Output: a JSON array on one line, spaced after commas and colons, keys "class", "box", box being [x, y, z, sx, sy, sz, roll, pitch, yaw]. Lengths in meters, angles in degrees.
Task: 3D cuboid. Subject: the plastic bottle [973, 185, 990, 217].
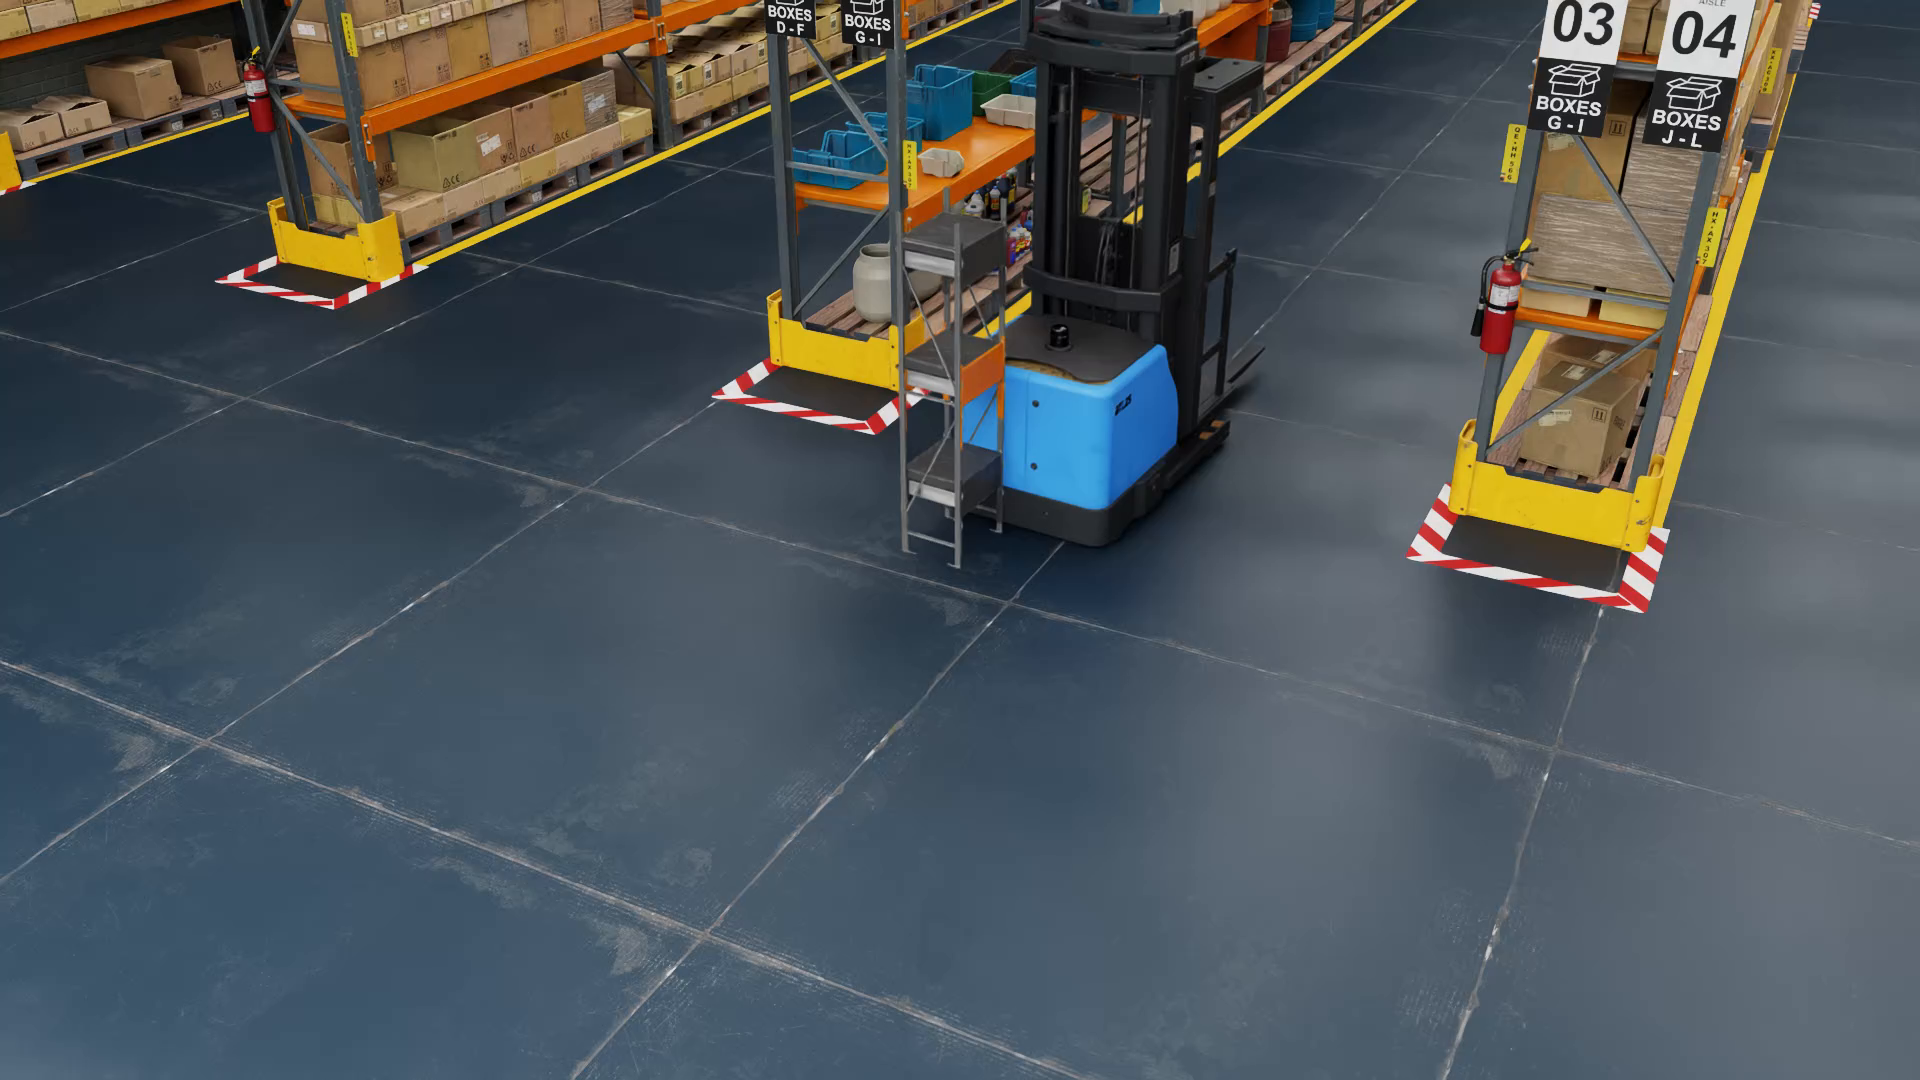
[{"class": "plastic bottle", "box": [0.177, -2.981, 14.438, 0.144, 0.351, 0.185, 13, 32, 21]}]

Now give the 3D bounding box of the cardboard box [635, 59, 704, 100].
[{"class": "cardboard box", "box": [-2.998, -4.772, 17.114, 0.500, 0.311, 0.500, 14, 33, 23]}]

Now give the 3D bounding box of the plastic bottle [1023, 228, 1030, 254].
[{"class": "plastic bottle", "box": [0.528, -2.464, 13.688, 0.097, 0.201, 0.097, 0, 30, 0]}]

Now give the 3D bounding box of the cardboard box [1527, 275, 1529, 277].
[{"class": "cardboard box", "box": [3.716, -1.687, 10.219, 0.380, 0.149, 0.250, 14, 33, 23]}]

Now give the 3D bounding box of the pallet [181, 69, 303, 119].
[{"class": "pallet", "box": [-8.094, -5.019, 18.569, 1.003, 0.211, 1.213, 14, 33, 23]}]

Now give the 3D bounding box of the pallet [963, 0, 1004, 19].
[{"class": "pallet", "box": [-0.100, -7.380, 22.680, 1.003, 0.211, 1.213, 14, 33, 23]}]

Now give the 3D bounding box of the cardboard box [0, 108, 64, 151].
[{"class": "cardboard box", "box": [-9.246, -4.072, 16.378, 0.500, 0.311, 0.500, 11, 32, 18]}]

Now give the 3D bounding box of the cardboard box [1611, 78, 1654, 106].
[{"class": "cardboard box", "box": [3.840, -2.519, 10.011, 0.500, 0.500, 0.500, 14, 33, 23]}]

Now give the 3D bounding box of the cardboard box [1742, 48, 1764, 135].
[{"class": "cardboard box", "box": [4.763, -2.843, 10.576, 0.500, 0.500, 0.500, 14, 33, 23]}]

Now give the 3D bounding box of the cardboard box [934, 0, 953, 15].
[{"class": "cardboard box", "box": [-0.424, -7.116, 21.489, 0.500, 0.500, 0.500, 13, 32, 22]}]

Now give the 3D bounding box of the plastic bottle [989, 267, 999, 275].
[{"class": "plastic bottle", "box": [0.281, -2.254, 13.252, 0.097, 0.271, 0.097, 0, 30, 0]}]

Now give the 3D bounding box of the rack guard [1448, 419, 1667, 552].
[{"class": "rack guard", "box": [3.622, -0.340, 10.130, 1.175, 0.500, 0.348, 14, 33, 23]}]

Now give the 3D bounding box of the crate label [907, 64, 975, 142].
[{"class": "crate label", "box": [-0.224, -3.406, 12.924, 0.502, 0.435, 0.616, 14, 33, 23]}]

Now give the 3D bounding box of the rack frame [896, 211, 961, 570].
[{"class": "rack frame", "box": [-0.169, -0.791, 9.310, 0.400, 2.100, 0.015, 17, 34, 27]}]

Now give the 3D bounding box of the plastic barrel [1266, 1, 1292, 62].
[{"class": "plastic barrel", "box": [3.544, -5.918, 19.333, 0.600, 0.588, 0.708, 14, 33, 23]}]

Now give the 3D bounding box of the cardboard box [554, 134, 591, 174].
[{"class": "cardboard box", "box": [-3.876, -3.702, 15.815, 0.500, 0.250, 0.500, 14, 33, 23]}]

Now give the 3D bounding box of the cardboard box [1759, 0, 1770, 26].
[{"class": "cardboard box", "box": [4.495, -3.229, 9.790, 0.500, 0.250, 0.500, 14, 33, 23]}]

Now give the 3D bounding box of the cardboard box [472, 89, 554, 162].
[{"class": "cardboard box", "box": [-4.102, -3.805, 15.242, 0.500, 0.500, 0.500, 14, 33, 23]}]

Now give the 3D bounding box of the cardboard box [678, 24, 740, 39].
[{"class": "cardboard box", "box": [-2.785, -5.564, 18.494, 0.500, 0.311, 0.500, 14, 33, 23]}]

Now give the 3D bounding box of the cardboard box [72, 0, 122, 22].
[{"class": "cardboard box", "box": [-8.675, -5.307, 16.400, 0.500, 0.250, 0.500, 14, 33, 23]}]

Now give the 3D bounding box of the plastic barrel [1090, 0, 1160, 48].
[{"class": "plastic barrel", "box": [1.446, -4.607, 14.547, 0.600, 0.901, 0.708, 14, 33, 23]}]

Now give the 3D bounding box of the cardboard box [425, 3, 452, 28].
[{"class": "cardboard box", "box": [-4.510, -4.428, 13.987, 0.380, 0.149, 0.250, 14, 33, 23]}]

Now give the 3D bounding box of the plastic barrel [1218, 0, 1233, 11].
[{"class": "plastic barrel", "box": [2.544, -5.604, 16.675, 0.421, 0.512, 0.421, 0, 30, 0]}]

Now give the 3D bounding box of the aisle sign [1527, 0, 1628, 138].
[{"class": "aisle sign", "box": [3.292, -2.558, 8.872, 0.394, 0.787, 0.004, 14, 33, 23]}]

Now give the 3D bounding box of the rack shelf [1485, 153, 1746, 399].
[{"class": "rack shelf", "box": [4.498, -1.965, 11.172, 1.077, 0.370, 4.000, 14, 33, 23]}]

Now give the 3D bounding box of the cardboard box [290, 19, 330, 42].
[{"class": "cardboard box", "box": [-5.225, -4.176, 13.549, 0.380, 0.149, 0.250, 14, 33, 22]}]

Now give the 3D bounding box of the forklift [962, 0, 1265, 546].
[{"class": "forklift", "box": [1.154, -1.932, 10.462, 1.130, 2.935, 3.031, 16, 34, 26]}]

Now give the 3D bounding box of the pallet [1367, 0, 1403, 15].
[{"class": "pallet", "box": [5.500, -7.502, 22.892, 1.003, 0.211, 1.213, 14, 33, 23]}]

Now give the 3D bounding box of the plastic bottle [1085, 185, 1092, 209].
[{"class": "plastic bottle", "box": [1.112, -3.033, 14.677, 0.097, 0.201, 0.097, 0, 30, 0]}]

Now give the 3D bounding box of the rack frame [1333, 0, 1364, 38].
[{"class": "rack frame", "box": [4.645, -7.833, 20.669, 1.000, 3.000, 0.127, 14, 33, 23]}]

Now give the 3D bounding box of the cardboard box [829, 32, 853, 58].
[{"class": "cardboard box", "box": [-1.608, -5.887, 19.619, 0.500, 0.250, 0.500, 15, 33, 24]}]

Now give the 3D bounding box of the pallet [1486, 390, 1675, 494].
[{"class": "pallet", "box": [4.023, -0.567, 10.815, 1.003, 0.211, 1.213, 14, 33, 23]}]

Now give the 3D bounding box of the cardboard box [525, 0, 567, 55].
[{"class": "cardboard box", "box": [-4.071, -4.801, 15.288, 0.700, 0.500, 0.500, 15, 33, 24]}]

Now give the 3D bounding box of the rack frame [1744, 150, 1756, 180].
[{"class": "rack frame", "box": [7.232, -4.936, 15.625, 1.000, 3.000, 0.127, 14, 33, 23]}]

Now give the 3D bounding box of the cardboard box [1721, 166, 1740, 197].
[{"class": "cardboard box", "box": [5.269, -2.550, 11.722, 0.380, 0.149, 0.250, 14, 33, 23]}]

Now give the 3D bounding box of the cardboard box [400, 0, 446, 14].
[{"class": "cardboard box", "box": [-4.747, -4.707, 13.821, 0.700, 0.500, 0.500, 13, 32, 22]}]

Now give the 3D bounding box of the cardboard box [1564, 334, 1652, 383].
[{"class": "cardboard box", "box": [4.430, -1.307, 11.393, 0.500, 0.500, 0.500, 18, 34, 28]}]

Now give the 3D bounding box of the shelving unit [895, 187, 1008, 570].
[{"class": "shelving unit", "box": [-0.043, -0.895, 9.491, 0.431, 2.100, 0.503, 17, 34, 27]}]

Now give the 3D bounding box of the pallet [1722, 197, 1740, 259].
[{"class": "pallet", "box": [6.317, -2.842, 14.778, 1.003, 0.211, 1.213, 14, 33, 23]}]

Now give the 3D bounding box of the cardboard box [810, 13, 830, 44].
[{"class": "cardboard box", "box": [-1.836, -5.898, 19.076, 0.500, 0.311, 0.500, 14, 33, 23]}]

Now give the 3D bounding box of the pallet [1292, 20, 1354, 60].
[{"class": "pallet", "box": [4.256, -6.291, 20.784, 1.003, 0.211, 1.213, 14, 33, 23]}]

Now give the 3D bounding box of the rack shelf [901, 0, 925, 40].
[{"class": "rack shelf", "box": [0.089, -4.389, 12.382, 1.077, 0.370, 4.000, 14, 33, 23]}]

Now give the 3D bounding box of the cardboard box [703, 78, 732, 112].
[{"class": "cardboard box", "box": [-2.769, -4.751, 17.641, 0.500, 0.250, 0.500, 15, 33, 24]}]

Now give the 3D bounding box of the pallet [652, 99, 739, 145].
[{"class": "pallet", "box": [-3.107, -4.538, 17.732, 1.003, 0.211, 1.213, 14, 33, 23]}]

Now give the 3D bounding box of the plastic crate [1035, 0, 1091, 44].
[{"class": "plastic crate", "box": [0.948, -4.599, 14.972, 0.402, 0.464, 0.583, 14, 33, 23]}]

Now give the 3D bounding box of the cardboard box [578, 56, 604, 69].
[{"class": "cardboard box", "box": [-3.898, -4.593, 16.612, 0.500, 0.500, 0.500, 14, 33, 23]}]

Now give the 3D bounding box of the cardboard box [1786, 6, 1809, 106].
[{"class": "cardboard box", "box": [8.374, -5.286, 17.945, 1.225, 0.875, 0.875, 13, 32, 22]}]

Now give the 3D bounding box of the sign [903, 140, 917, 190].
[{"class": "sign", "box": [-0.334, -2.507, 11.116, 0.100, 0.325, 0.005, 14, 33, 23]}]

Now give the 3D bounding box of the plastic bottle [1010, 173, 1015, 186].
[{"class": "plastic bottle", "box": [0.437, -3.084, 14.685, 0.061, 0.283, 0.133, 14, 33, 23]}]

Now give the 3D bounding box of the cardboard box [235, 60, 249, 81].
[{"class": "cardboard box", "box": [-8.036, -5.252, 18.578, 0.380, 0.166, 0.250, 10, 31, 17]}]
